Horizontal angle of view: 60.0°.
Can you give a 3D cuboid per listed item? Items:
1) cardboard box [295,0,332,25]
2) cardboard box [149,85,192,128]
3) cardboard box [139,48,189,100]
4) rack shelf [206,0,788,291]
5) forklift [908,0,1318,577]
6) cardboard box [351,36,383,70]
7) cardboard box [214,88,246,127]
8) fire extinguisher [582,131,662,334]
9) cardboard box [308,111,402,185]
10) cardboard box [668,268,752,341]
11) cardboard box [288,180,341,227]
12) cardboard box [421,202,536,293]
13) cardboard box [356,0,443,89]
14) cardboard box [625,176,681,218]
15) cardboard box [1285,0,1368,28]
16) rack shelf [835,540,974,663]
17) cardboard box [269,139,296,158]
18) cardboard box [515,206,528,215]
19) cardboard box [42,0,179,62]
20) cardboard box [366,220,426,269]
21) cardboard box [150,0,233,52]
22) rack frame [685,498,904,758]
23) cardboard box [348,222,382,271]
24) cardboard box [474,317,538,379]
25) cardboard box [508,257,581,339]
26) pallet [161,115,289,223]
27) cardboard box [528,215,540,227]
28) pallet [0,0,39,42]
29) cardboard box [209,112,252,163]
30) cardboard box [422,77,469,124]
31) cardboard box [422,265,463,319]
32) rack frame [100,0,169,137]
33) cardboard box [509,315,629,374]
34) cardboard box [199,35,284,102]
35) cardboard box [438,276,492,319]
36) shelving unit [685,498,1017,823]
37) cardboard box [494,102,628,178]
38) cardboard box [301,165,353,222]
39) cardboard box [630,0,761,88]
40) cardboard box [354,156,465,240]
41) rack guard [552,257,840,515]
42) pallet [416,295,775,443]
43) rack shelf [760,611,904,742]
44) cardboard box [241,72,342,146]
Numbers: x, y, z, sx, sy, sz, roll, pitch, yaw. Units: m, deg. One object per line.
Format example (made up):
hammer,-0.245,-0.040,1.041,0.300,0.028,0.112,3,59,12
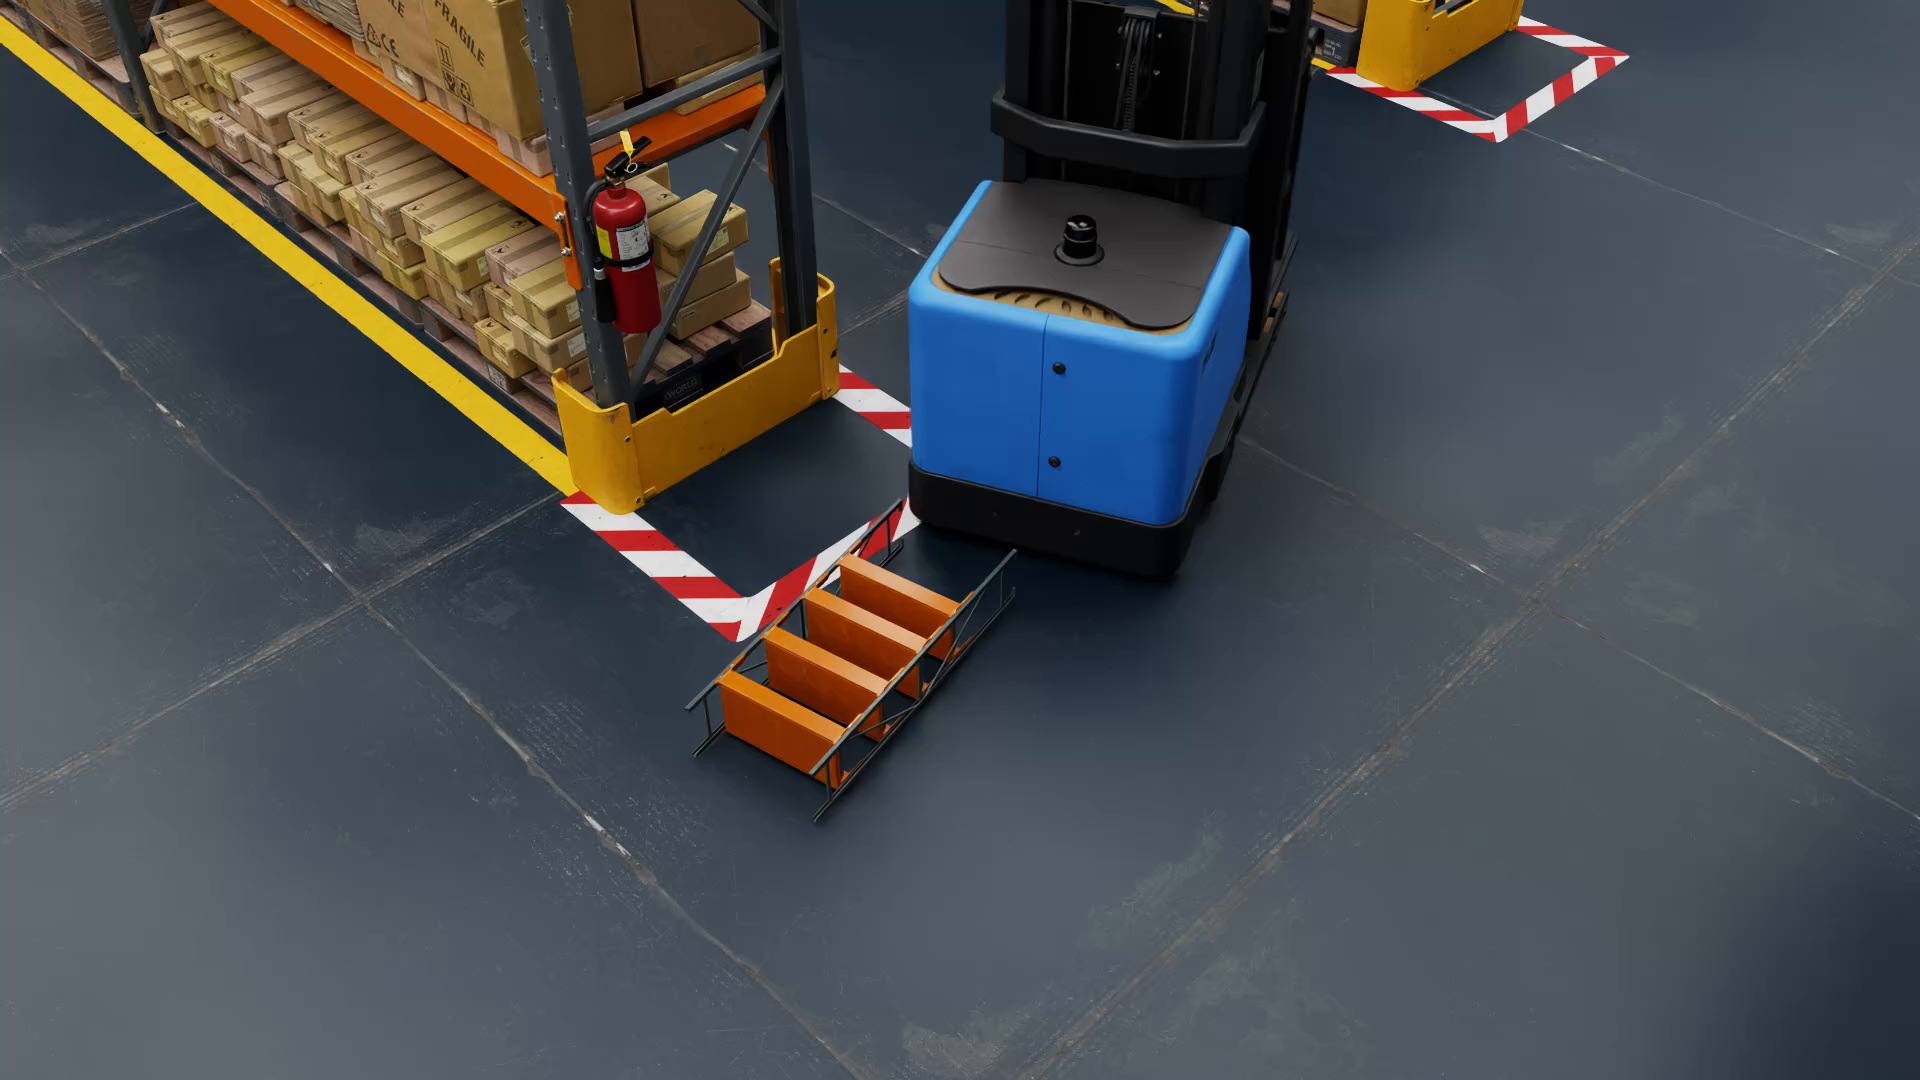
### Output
cardboard box,-2.430,-2.214,6.621,0.380,0.149,0.250,-33,52,-31
cardboard box,-3.749,-2.205,8.217,0.250,0.149,0.380,32,51,30
cardboard box,-3.749,-2.316,8.118,0.380,0.149,0.250,-32,51,-30
rack shelf,-2.366,-2.201,6.952,1.077,0.370,4.000,-34,53,-31
forklift,0.790,-1.957,6.208,1.130,2.935,3.031,14,45,15
cardboard box,-2.083,-1.937,6.321,0.250,0.149,0.380,32,51,30
cardboard box,-3.309,-2.137,7.925,0.250,0.149,0.380,34,52,31
fire extinguisher,-1.103,-0.997,5.451,0.296,0.674,0.183,-34,53,-31
cardboard box,-2.596,-1.724,7.259,0.380,0.149,0.250,-34,52,-31
cardboard box,-1.097,-1.017,6.932,0.380,0.149,0.250,-33,52,-31
cardboard box,-2.804,-1.601,7.563,0.250,0.149,0.380,33,52,30
cardboard box,-1.917,-1.175,6.664,0.250,0.149,0.380,33,52,31
cardboard box,-1.813,-1.993,5.904,0.500,0.500,0.500,33,52,31
cardboard box,-1.363,-1.320,6.821,0.380,0.149,0.250,-33,52,-31
cardboard box,2.121,-3.476,9.058,0.875,0.875,0.875,-34,53,-31
rack shelf,-0.192,0.220,5.796,0.480,0.258,0.148,24,48,24
cardboard box,-2.943,-1.863,7.628,0.380,0.149,0.250,-32,51,-30
cardboard box,-1.890,-1.587,7.329,0.250,0.149,0.380,32,51,30
cardboard box,-4.480,-2.898,8.708,0.500,0.500,0.500,33,52,31
cardboard box,-2.272,-1.329,7.051,0.380,0.149,0.250,-33,52,-31
cardboard box,-3.682,-2.488,8.085,0.380,0.149,0.250,-32,51,-30
rack frame,-0.541,0.281,5.729,0.015,0.240,1.200,24,48,24
cardboard box,-2.439,-1.354,7.296,0.380,0.149,0.250,-33,52,-31
cardboard box,-1.726,-0.840,6.740,0.380,0.149,0.250,-32,52,-30
cardboard box,-1.507,-0.963,6.435,0.380,0.149,0.250,-33,52,-31
pallet,-3.279,-2.097,8.364,1.003,0.211,1.213,-34,53,-31
cardboard box,-1.871,-1.472,7.424,0.380,0.149,0.250,-34,52,-31
pallet,-5.195,-3.362,9.733,1.003,0.211,1.213,-34,53,-31
cardboard box,-3.349,-1.983,7.976,0.250,0.149,0.380,34,52,31
cardboard box,-1.721,-1.684,6.048,0.250,0.149,0.380,34,52,31
cardboard box,-2.036,-1.121,7.044,0.380,0.149,0.250,-34,52,-31
rack frame,-3.779,-3.427,7.748,1.000,3.000,0.127,-34,53,-31
cardboard box,-1.529,-0.838,6.519,0.250,0.149,0.380,33,52,30
cardboard box,-3.316,-2.229,7.805,0.250,0.149,0.380,33,52,31
cardboard box,-1.897,-1.087,6.788,0.250,0.149,0.380,32,52,30
shelving unit,-0.336,0.371,5.632,0.503,0.258,1.200,24,48,24
cardboard box,-1.384,-1.434,5.776,0.380,0.149,0.250,-34,53,-31
cardboard box,-2.654,-1.581,7.322,0.380,0.149,0.250,-34,52,-31
cardboard box,-1.075,-1.999,5.910,0.500,0.500,0.500,-32,51,-30
cardboard box,-2.284,-1.432,6.943,0.380,0.149,0.250,-32,52,-30
rack guard,-1.007,-0.623,6.556,1.175,0.500,0.348,-34,53,-31
pallet,-1.556,-0.924,7.095,1.003,0.211,1.213,-34,53,-31
rack shelf,-0.421,0.460,5.535,0.480,0.258,0.148,24,48,24
cardboard box,-2.994,-1.953,7.506,0.380,0.149,0.250,-33,52,-30
